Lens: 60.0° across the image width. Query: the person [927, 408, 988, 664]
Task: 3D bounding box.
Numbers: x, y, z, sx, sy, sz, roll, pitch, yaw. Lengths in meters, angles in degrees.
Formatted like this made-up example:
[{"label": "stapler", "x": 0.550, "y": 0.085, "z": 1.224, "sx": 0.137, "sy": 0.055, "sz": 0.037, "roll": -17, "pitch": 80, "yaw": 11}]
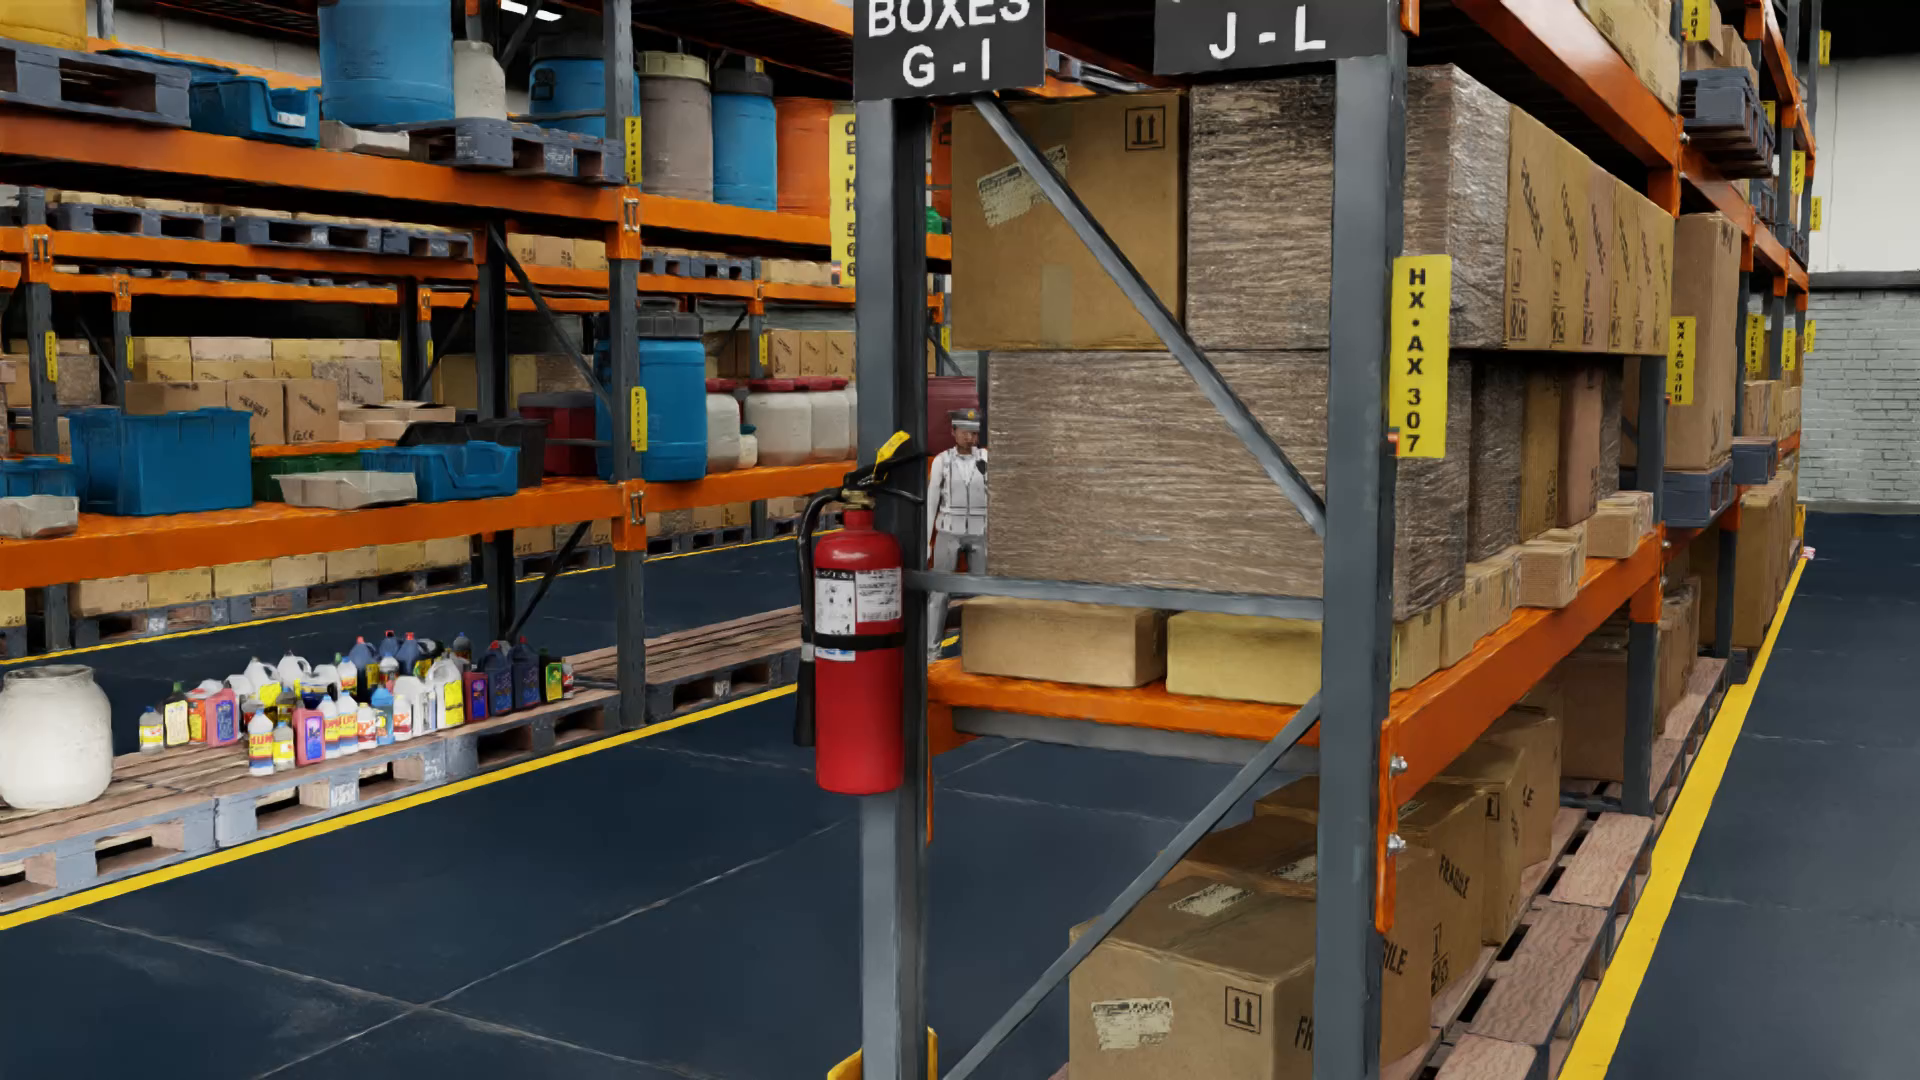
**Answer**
[{"label": "person", "x": -0.034, "y": -0.019, "z": 10.558, "sx": 0.596, "sy": 1.637, "sz": 0.684, "roll": -2, "pitch": 6, "yaw": -17}]
